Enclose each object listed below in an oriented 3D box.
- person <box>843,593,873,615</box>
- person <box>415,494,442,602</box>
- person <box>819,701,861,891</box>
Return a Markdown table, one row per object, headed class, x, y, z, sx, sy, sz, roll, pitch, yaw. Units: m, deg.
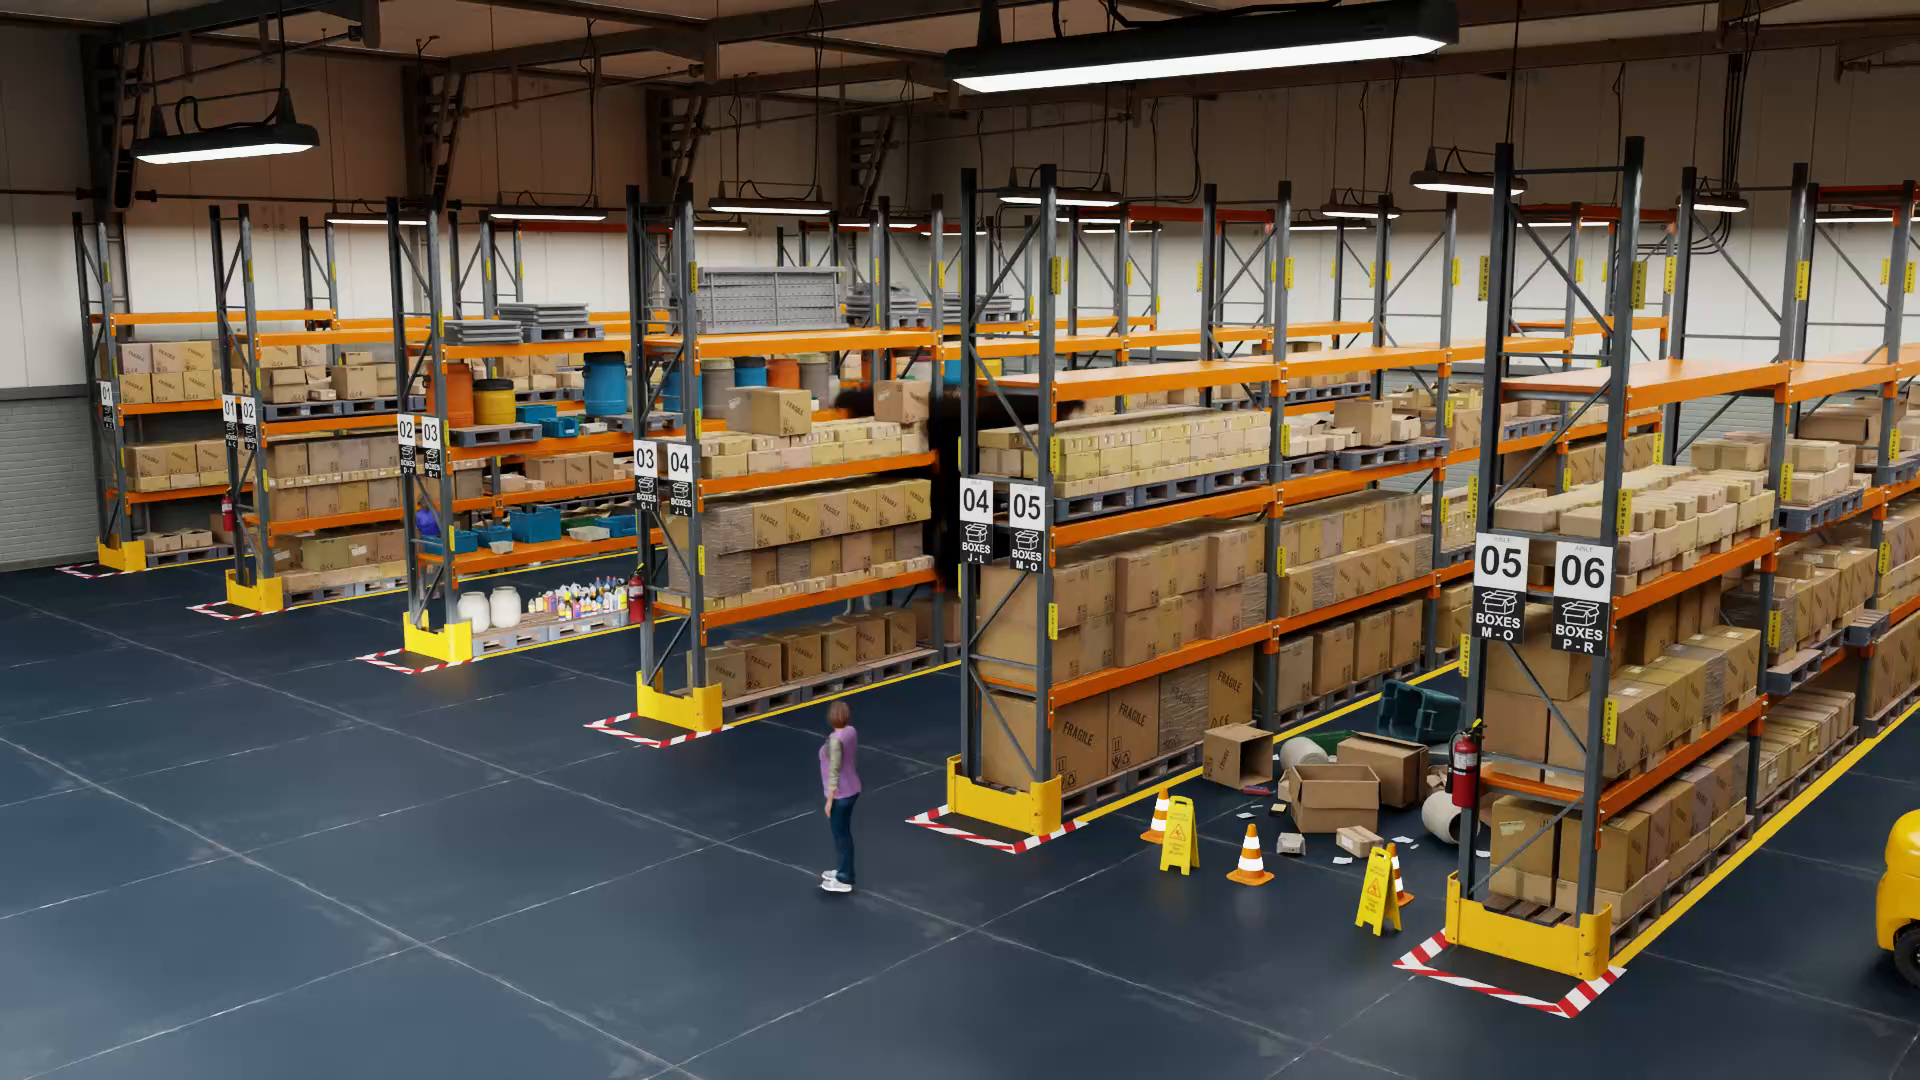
| class | x | y | z | sx | sy | sz | roll | pitch | yaw |
| --- | --- | --- | --- | --- | --- | --- | --- | --- | --- |
| person | -1.410 | 0.259 | 22.932 | 0.489 | 1.663 | 0.569 | -3 | 10 | -17 |
| person | -8.216 | 0.110 | 25.676 | 0.466 | 1.660 | 0.369 | -5 | 11 | -26 |
| person | -1.009 | 2.105 | 13.759 | 0.376 | 1.600 | 0.474 | 2 | 10 | 12 |
